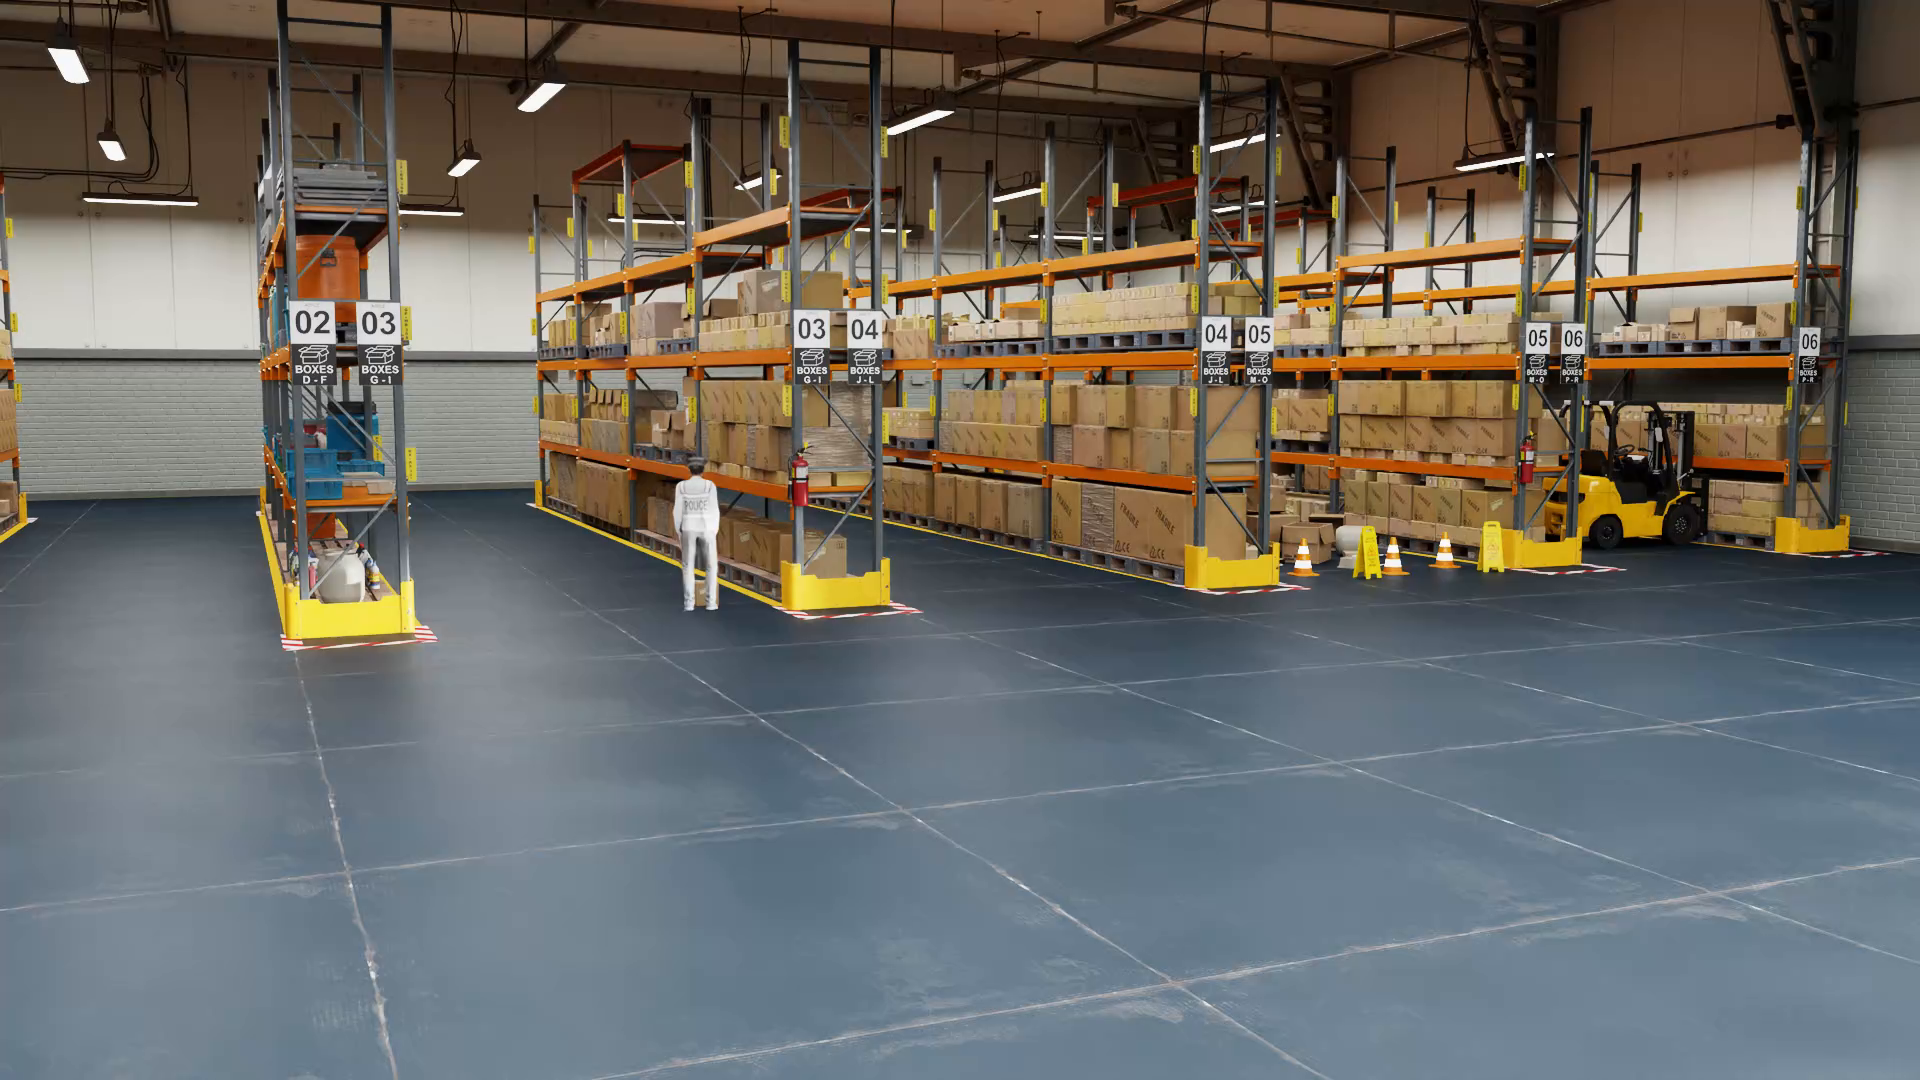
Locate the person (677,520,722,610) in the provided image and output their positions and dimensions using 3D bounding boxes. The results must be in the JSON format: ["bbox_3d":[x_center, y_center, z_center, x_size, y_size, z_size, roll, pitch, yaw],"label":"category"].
[{"bbox_3d":[-2.821,0.271,17.965,0.487,0.947,0.849,0,6,-3],"label":"person"}]
